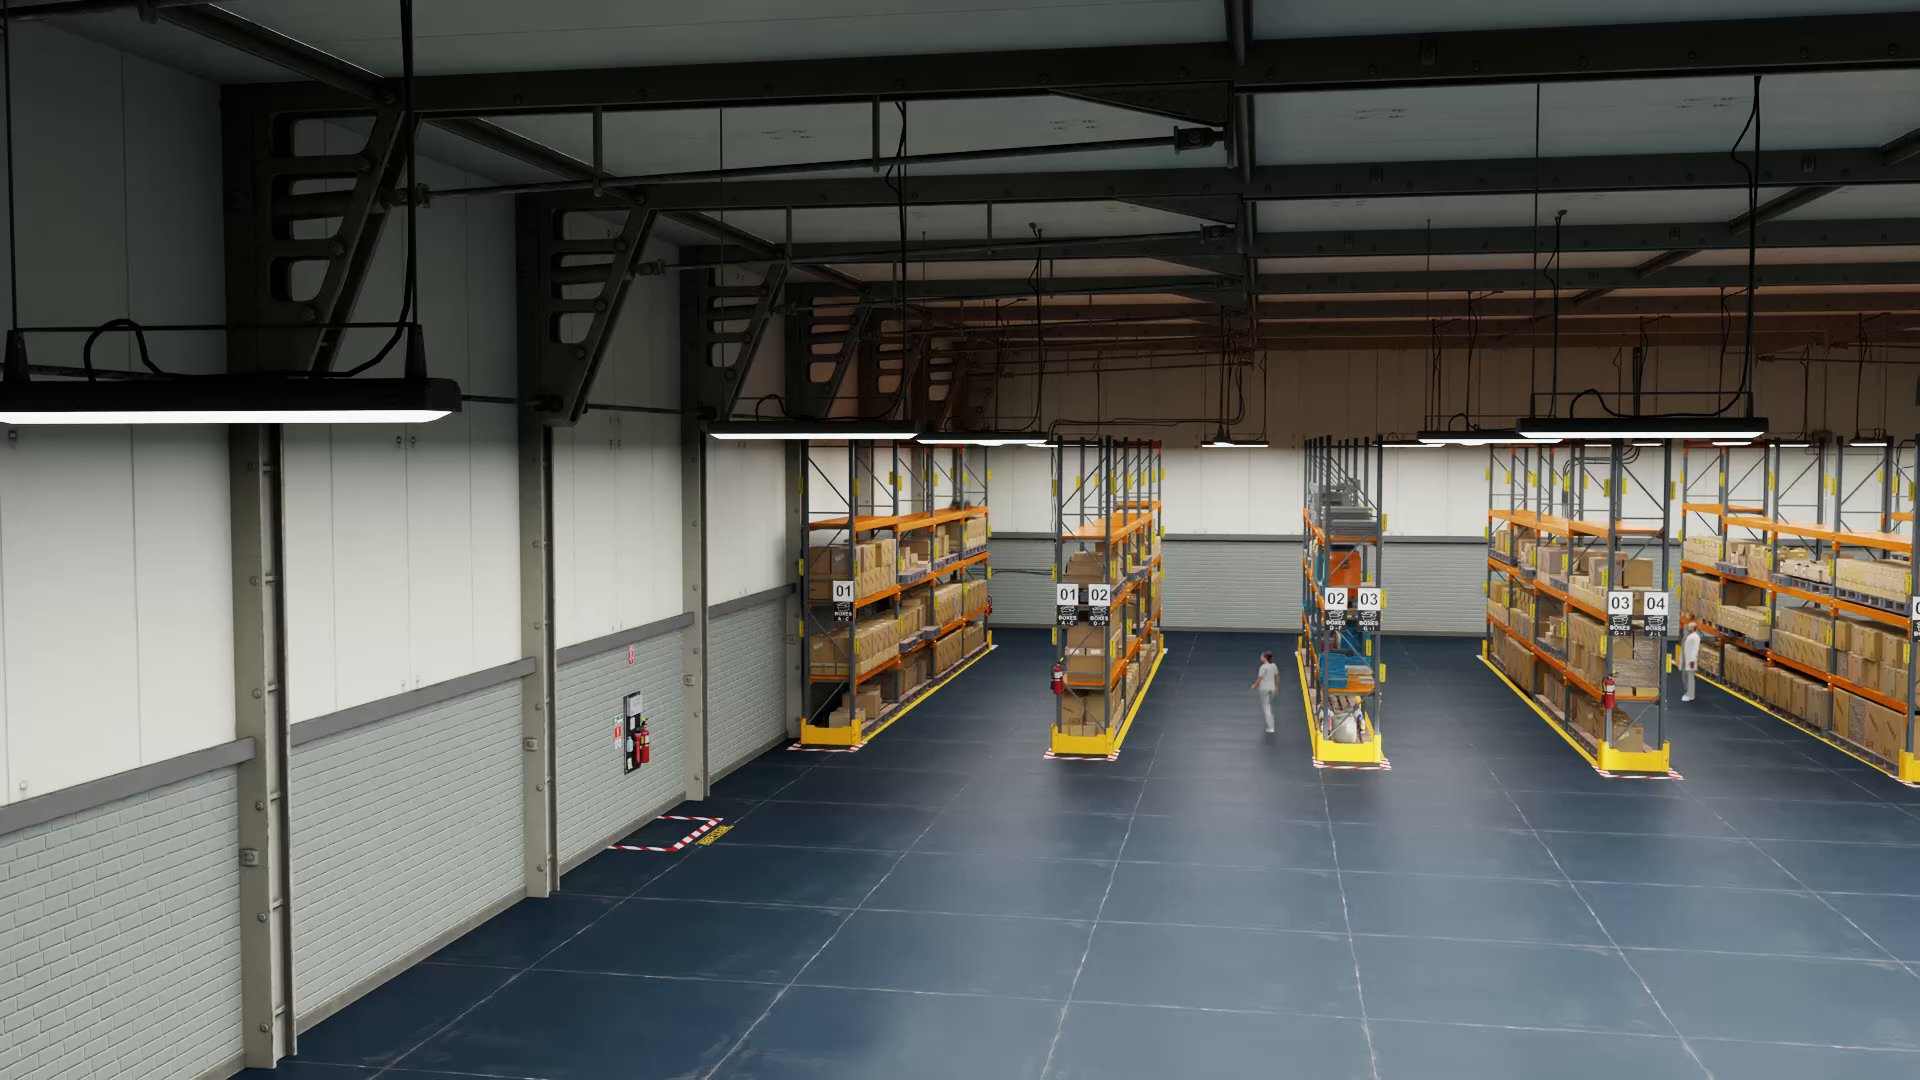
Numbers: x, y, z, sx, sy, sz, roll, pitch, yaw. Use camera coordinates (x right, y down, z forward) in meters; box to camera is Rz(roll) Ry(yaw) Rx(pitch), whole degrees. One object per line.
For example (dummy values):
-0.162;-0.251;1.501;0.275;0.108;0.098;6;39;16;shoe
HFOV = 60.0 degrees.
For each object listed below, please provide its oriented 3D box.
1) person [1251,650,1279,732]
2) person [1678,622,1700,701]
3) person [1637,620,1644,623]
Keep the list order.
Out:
6.266;3.098;33.861;0.519;1.711;0.546;-1;3;-23;person
16.737;2.779;38.193;0.574;1.793;0.589;-1;3;-22;person
18.753;2.420;45.784;0.427;1.637;0.990;1;3;24;person
